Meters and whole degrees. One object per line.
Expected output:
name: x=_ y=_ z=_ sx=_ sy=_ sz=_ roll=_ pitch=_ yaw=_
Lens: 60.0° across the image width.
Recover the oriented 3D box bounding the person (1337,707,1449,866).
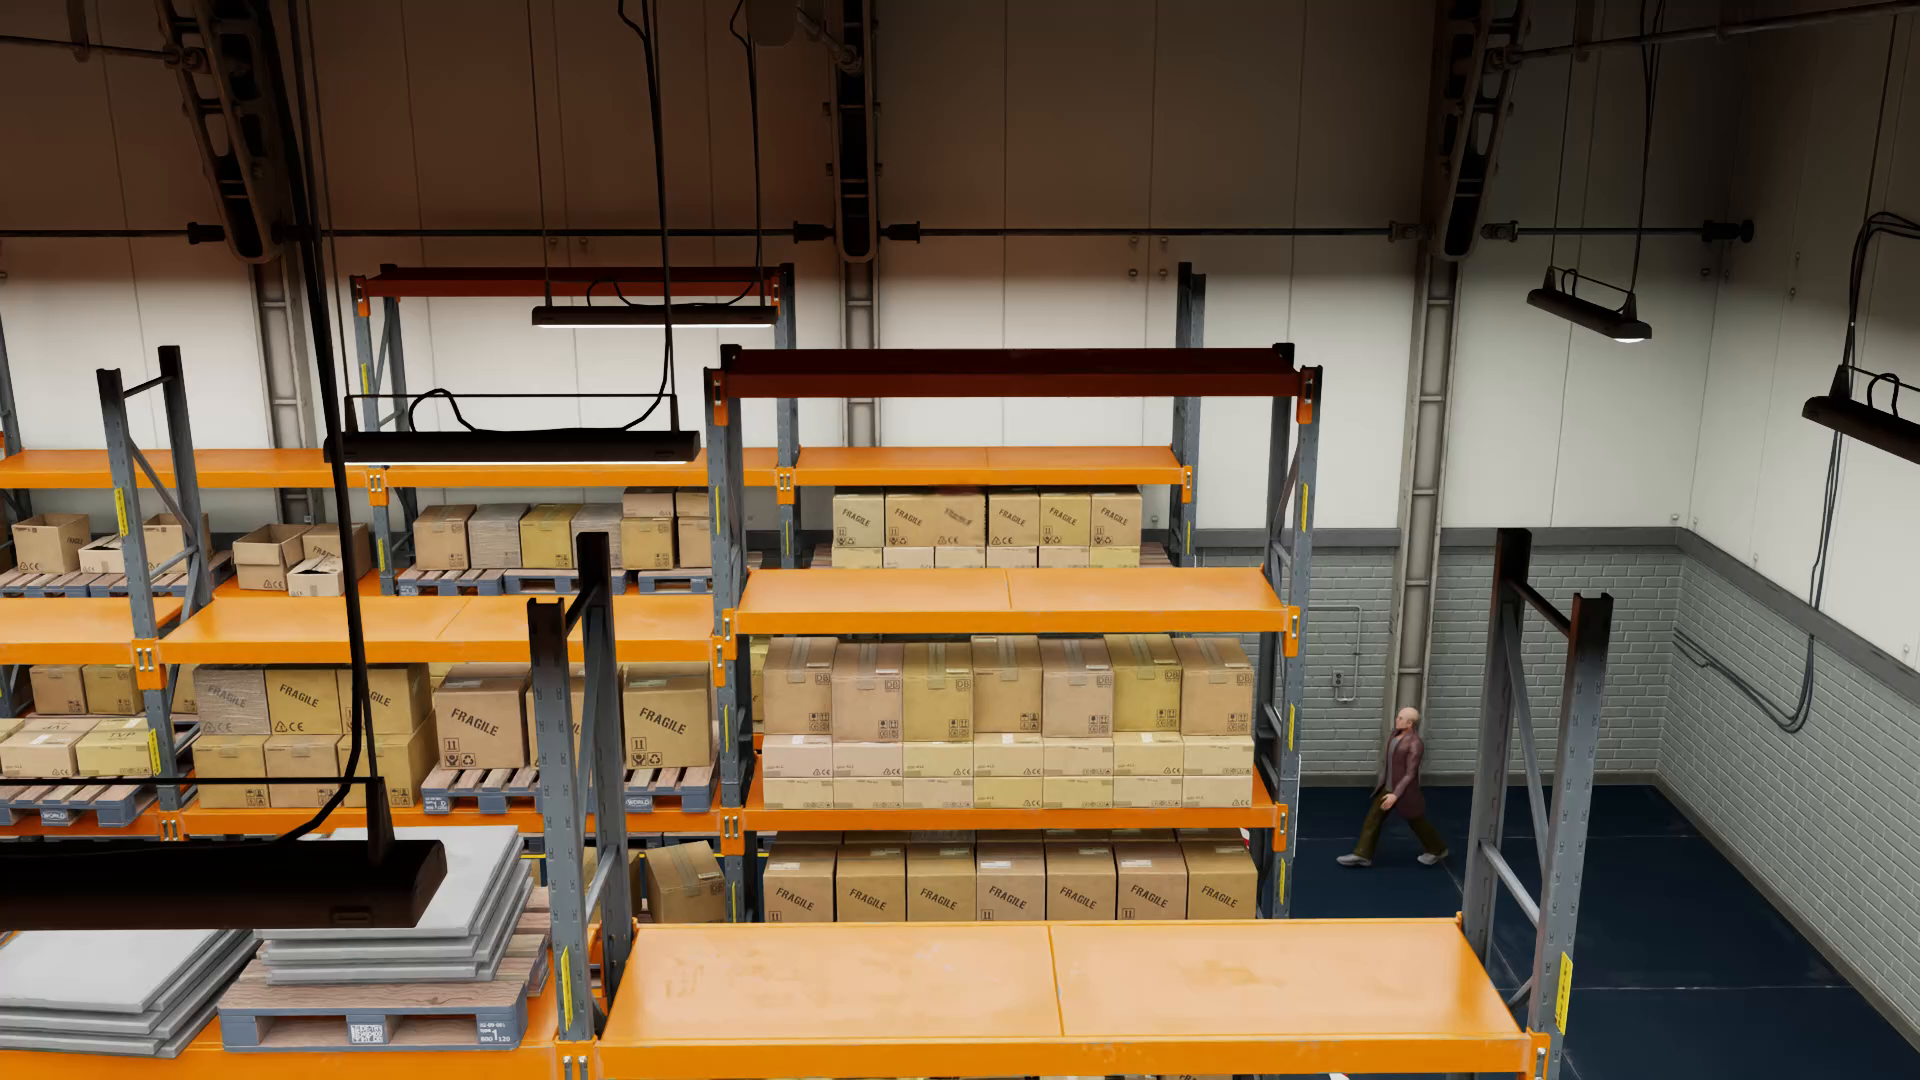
person: x=4.448 y=2.509 z=16.803 sx=1.160 sy=1.725 sz=0.604 roll=-4 pitch=17 yaw=-15

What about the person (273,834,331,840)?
person: x=-6.344 y=2.833 z=15.840 sx=0.889 sy=1.612 sz=0.501 roll=2 pitch=16 yaw=6
